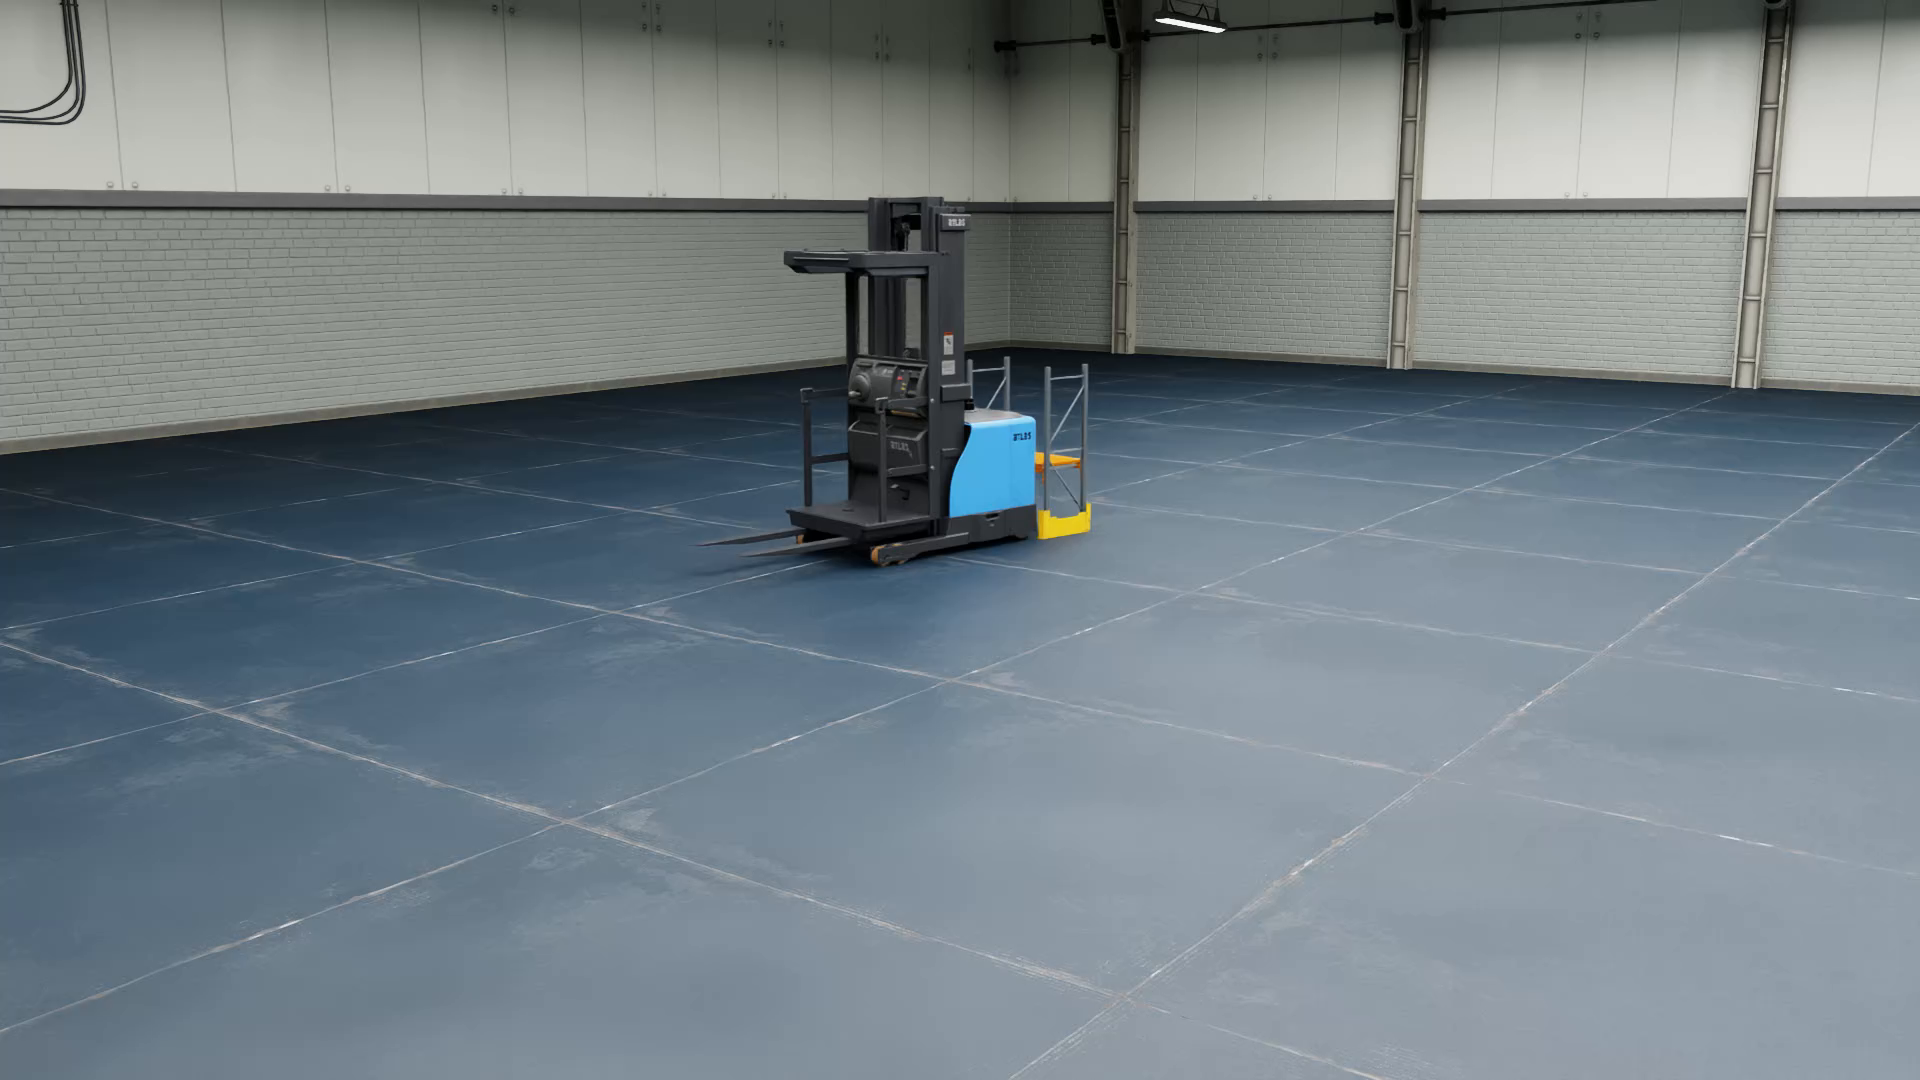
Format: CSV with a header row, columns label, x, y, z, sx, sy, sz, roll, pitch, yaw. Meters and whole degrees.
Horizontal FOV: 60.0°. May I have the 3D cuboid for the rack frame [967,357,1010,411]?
label,x,y,z,sx,sy,sz,roll,pitch,yaw
rack frame,0.261,-0.931,15.393,0.500,1.500,0.032,-9,14,-40

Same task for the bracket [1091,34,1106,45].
label,x,y,z,sx,sy,sz,roll,pitch,yaw
bracket,2.856,-10.068,33.404,0.430,0.232,0.235,8,13,36

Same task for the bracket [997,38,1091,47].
label,x,y,z,sx,sy,sz,roll,pitch,yaw
bracket,1.421,-10.268,34.438,3.189,0.066,0.076,8,13,36

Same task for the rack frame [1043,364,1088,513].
label,x,y,z,sx,sy,sz,roll,pitch,yaw
rack frame,0.930,-0.785,14.641,0.500,1.500,0.032,-9,14,-40

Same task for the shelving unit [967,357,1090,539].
label,x,y,z,sx,sy,sz,roll,pitch,yaw
shelving unit,0.601,-0.857,15.010,0.587,1.500,1.083,-9,14,-40

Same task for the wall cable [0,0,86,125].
label,x,y,z,sx,sy,sz,roll,pitch,yaw
wall cable,-11.205,-7.141,18.797,0.169,6.003,2.305,8,13,36

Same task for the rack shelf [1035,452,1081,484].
label,x,y,z,sx,sy,sz,roll,pitch,yaw
rack shelf,0.595,-0.682,15.051,0.538,0.185,1.000,-9,14,-40

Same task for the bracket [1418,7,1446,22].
label,x,y,z,sx,sy,sz,roll,pitch,yaw
bracket,8.361,-9.300,29.435,0.430,0.232,0.235,8,13,36

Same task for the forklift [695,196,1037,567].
label,x,y,z,sx,sy,sz,roll,pitch,yaw
forklift,-0.760,-1.336,13.717,3.031,2.935,1.130,-10,15,-41

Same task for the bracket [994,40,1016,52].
label,x,y,z,sx,sy,sz,roll,pitch,yaw
bracket,0.945,-10.335,34.781,0.430,0.232,0.235,8,13,36

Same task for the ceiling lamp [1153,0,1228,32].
label,x,y,z,sx,sy,sz,roll,pitch,yaw
ceiling lamp,3.579,-9.981,27.060,0.800,3.185,2.000,8,13,36

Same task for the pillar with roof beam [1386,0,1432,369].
label,x,y,z,sx,sy,sz,roll,pitch,yaw
pillar with roof beam,5.688,-6.975,26.892,0.548,9.000,9.100,8,13,36

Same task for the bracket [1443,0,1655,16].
label,x,y,z,sx,sy,sz,roll,pitch,yaw
bracket,10.437,-9.011,27.937,4.783,0.066,0.076,8,13,36

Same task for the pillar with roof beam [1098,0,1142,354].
label,x,y,z,sx,sy,sz,roll,pitch,yaw
pillar with roof beam,0.852,-7.650,30.379,0.548,9.000,9.100,8,13,36

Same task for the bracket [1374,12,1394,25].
label,x,y,z,sx,sy,sz,roll,pitch,yaw
bracket,7.692,-9.394,29.917,0.430,0.232,0.235,8,13,36

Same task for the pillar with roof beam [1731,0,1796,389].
label,x,y,z,sx,sy,sz,roll,pitch,yaw
pillar with roof beam,10.524,-6.300,23.405,0.548,9.000,9.100,8,13,36

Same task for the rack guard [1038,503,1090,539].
label,x,y,z,sx,sy,sz,roll,pitch,yaw
rack guard,0.929,-0.172,14.760,0.587,0.250,0.087,-9,14,-40

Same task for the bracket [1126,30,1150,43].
label,x,y,z,sx,sy,sz,roll,pitch,yaw
bracket,3.525,-9.975,32.921,0.430,0.232,0.235,8,13,36

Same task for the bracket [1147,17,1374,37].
label,x,y,z,sx,sy,sz,roll,pitch,yaw
bracket,5.601,-9.685,31.424,4.783,0.066,0.076,8,13,36
